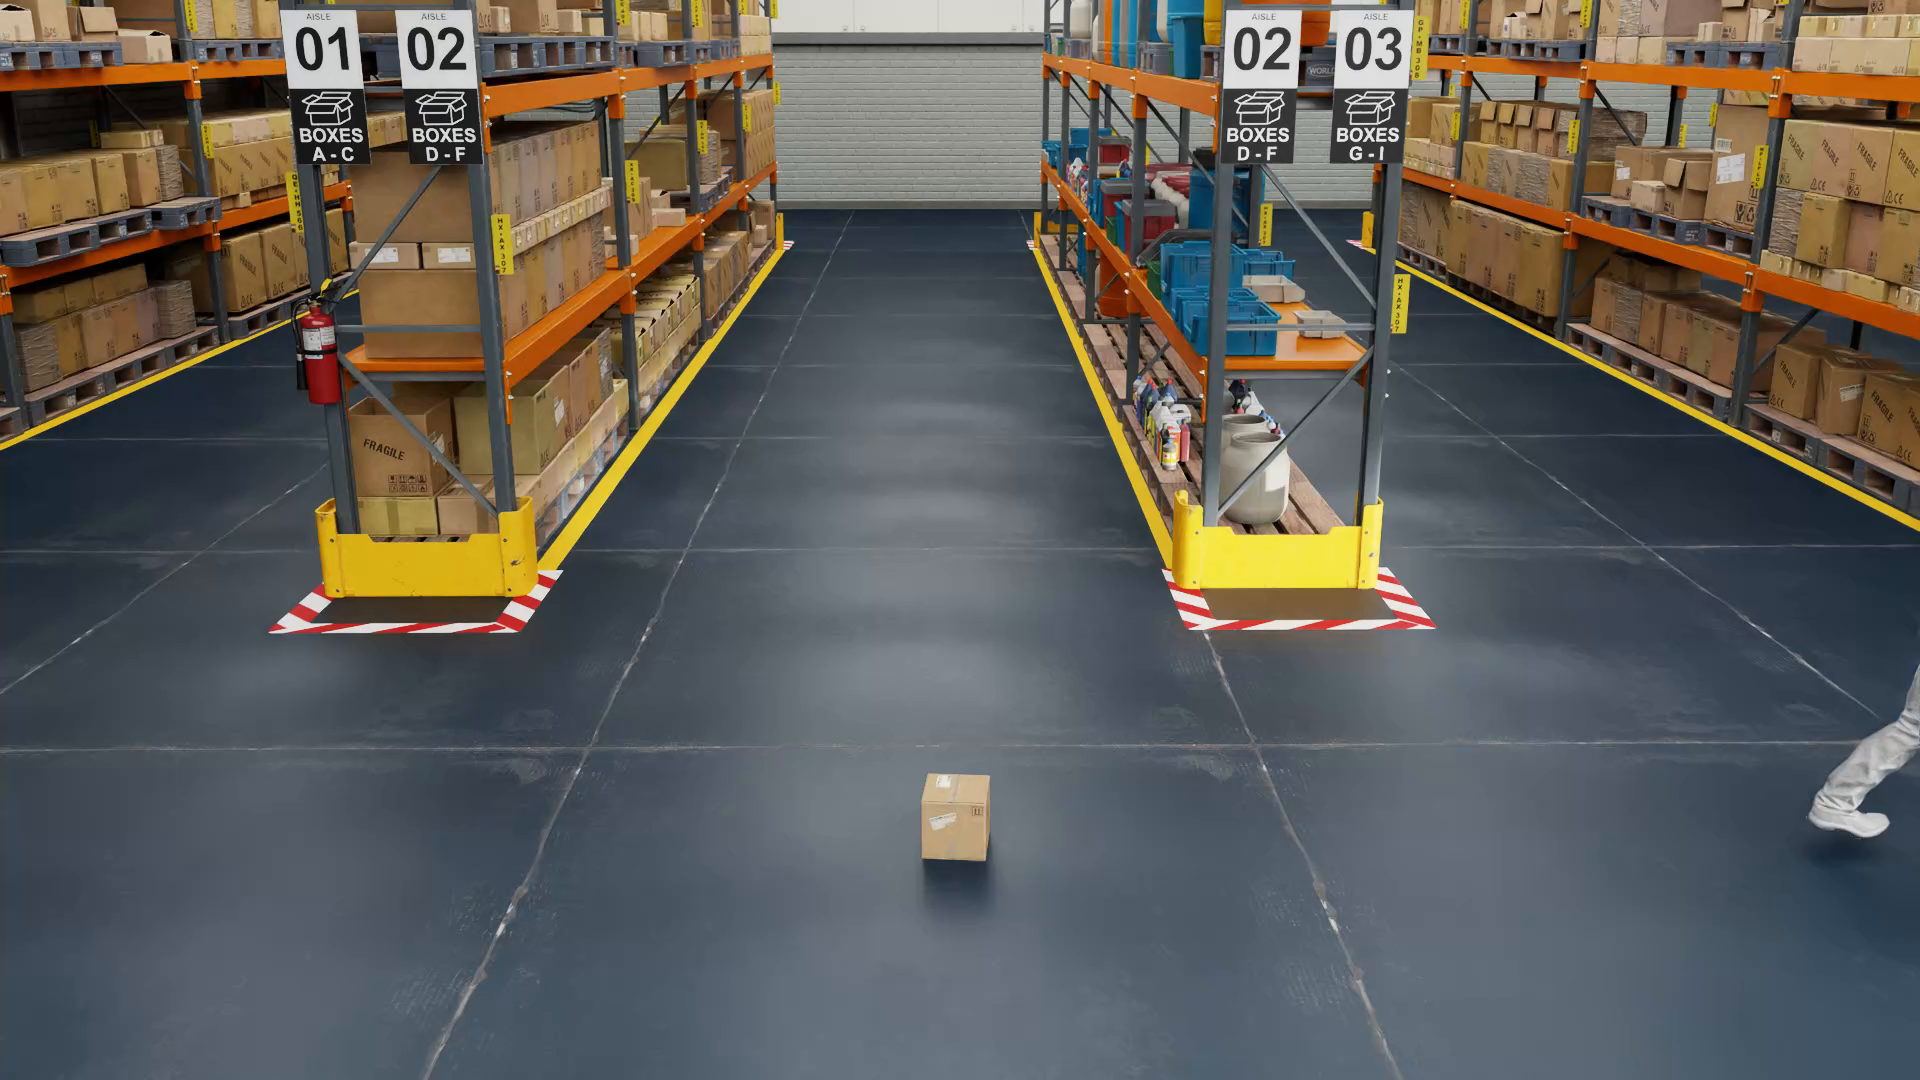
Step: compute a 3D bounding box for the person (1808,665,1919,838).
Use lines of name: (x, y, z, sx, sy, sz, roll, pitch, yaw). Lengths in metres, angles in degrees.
person: (3.852, 0.400, 6.203, 1.028, 1.743, 0.552, 2, 17, 8)
